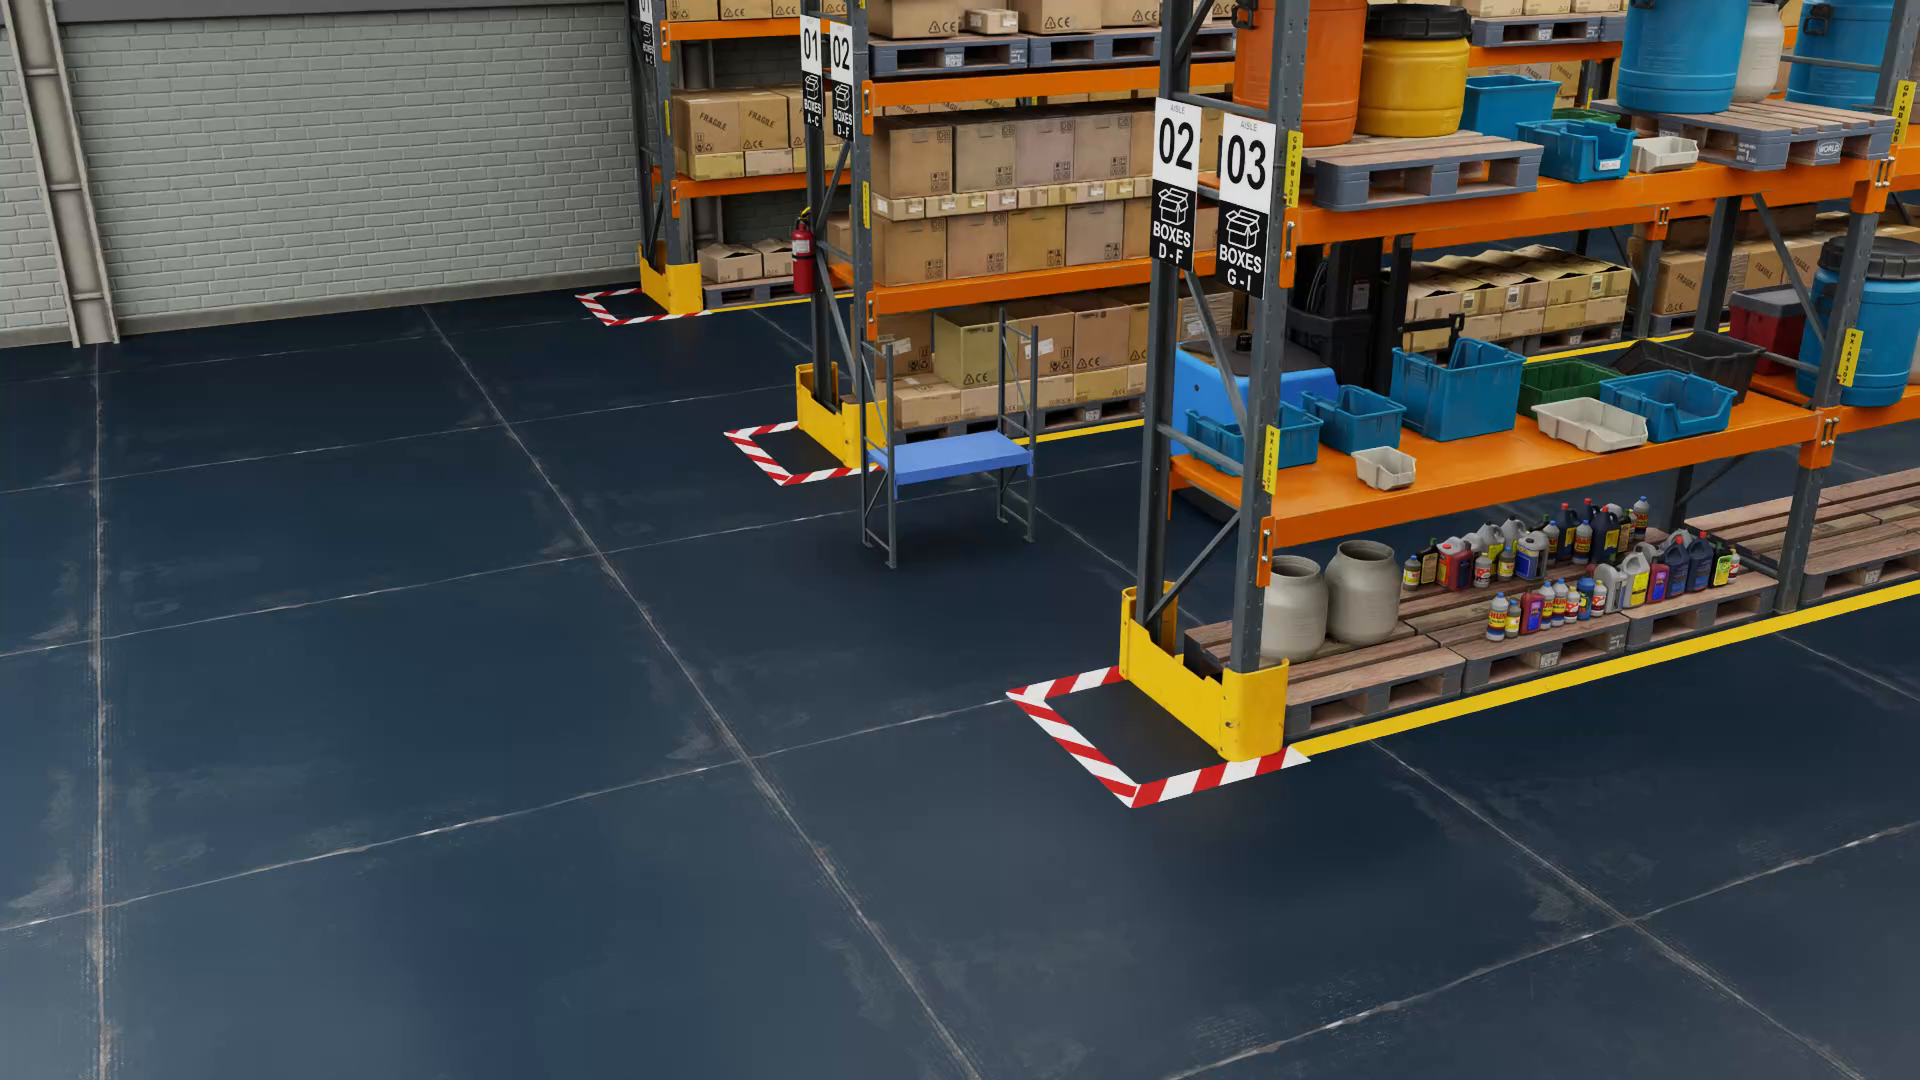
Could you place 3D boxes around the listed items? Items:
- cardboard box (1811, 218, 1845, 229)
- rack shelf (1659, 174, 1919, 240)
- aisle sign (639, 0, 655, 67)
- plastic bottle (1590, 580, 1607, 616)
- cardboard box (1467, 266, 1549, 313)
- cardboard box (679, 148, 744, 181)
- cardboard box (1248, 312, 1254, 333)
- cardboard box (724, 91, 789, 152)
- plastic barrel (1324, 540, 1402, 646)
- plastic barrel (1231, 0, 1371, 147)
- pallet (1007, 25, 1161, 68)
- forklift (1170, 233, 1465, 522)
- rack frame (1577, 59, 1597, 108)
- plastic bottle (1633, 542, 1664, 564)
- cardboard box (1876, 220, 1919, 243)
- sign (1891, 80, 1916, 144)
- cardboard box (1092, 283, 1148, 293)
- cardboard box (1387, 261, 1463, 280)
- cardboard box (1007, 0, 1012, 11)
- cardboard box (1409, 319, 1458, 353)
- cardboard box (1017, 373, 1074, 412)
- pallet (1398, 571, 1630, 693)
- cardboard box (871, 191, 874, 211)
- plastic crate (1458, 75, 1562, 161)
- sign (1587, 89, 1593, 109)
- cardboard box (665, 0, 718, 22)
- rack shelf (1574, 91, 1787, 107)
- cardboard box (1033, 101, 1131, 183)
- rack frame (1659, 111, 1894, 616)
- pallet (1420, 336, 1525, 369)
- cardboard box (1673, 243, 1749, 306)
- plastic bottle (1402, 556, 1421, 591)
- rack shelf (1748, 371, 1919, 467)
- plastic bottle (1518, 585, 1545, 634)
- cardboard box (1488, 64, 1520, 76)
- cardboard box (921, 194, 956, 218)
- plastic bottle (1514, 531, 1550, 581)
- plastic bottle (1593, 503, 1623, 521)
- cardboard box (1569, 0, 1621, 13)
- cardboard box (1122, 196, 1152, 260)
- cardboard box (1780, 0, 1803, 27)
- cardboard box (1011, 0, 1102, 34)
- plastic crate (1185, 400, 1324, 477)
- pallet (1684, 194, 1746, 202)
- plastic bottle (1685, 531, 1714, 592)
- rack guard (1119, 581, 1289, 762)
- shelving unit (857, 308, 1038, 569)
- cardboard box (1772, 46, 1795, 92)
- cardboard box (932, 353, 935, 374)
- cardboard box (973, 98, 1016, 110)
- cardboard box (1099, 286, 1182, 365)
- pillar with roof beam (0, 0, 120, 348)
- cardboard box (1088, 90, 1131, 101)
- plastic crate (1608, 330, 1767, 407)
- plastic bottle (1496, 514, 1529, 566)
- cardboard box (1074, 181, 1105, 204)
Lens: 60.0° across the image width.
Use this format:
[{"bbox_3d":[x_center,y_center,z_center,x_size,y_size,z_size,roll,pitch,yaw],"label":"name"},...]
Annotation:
[{"bbox_3d":[8.890,-3.100,17.510,0.500,0.500,0.500,-10,25,-23],"label":"cardboard box"},{"bbox_3d":[8.105,-3.476,16.666,4.000,0.370,1.077,-10,25,-24],"label":"rack shelf"},{"bbox_3d":[-2.992,-4.942,15.868,0.004,0.787,0.394,-10,25,-24],"label":"aisle sign"},{"bbox_3d":[3.682,0.330,9.613,0.097,0.201,0.097,0,22,0],"label":"plastic bottle"},{"bbox_3d":[5.017,-2.316,15.237,0.500,0.311,0.500,-11,25,-24],"label":"cardboard box"},{"bbox_3d":[-2.479,-3.768,16.600,0.500,0.250,0.500,-11,25,-25],"label":"cardboard box"},{"bbox_3d":[2.947,-1.905,14.977,0.500,0.250,0.500,-11,25,-24],"label":"cardboard box"},{"bbox_3d":[-2.047,-4.197,16.656,0.500,0.500,0.500,-10,25,-23],"label":"cardboard box"},{"bbox_3d":[2.251,0.295,9.319,0.421,0.512,0.421,0,22,0],"label":"plastic barrel"},{"bbox_3d":[1.623,-2.345,7.960,0.708,0.830,0.600,-10,25,-24],"label":"plastic barrel"},{"bbox_3d":[0.844,-3.807,12.719,1.213,0.211,1.003,-10,25,-24],"label":"pallet"},{"bbox_3d":[2.999,-1.798,11.761,3.031,2.935,1.130,-9,24,-20],"label":"forklift"},{"bbox_3d":[7.756,-5.847,21.453,0.127,3.000,1.000,-10,25,-24],"label":"rack frame"},{"bbox_3d":[4.129,0.141,9.974,0.135,0.276,0.152,-10,25,-24],"label":"plastic bottle"},{"bbox_3d":[9.587,-3.008,17.287,0.500,0.500,0.500,-11,25,-24],"label":"cardboard box"},{"bbox_3d":[5.073,-2.304,8.961,0.005,0.325,0.100,-10,25,-24],"label":"sign"},{"bbox_3d":[1.245,-1.948,14.100,0.500,0.500,0.500,-10,25,-24],"label":"cardboard box"},{"bbox_3d":[4.311,-2.414,15.473,0.500,0.311,0.500,-11,25,-24],"label":"cardboard box"},{"bbox_3d":[0.519,-4.127,12.761,0.500,0.311,0.500,-7,24,-17],"label":"cardboard box"},{"bbox_3d":[4.097,-1.889,14.939,0.500,0.250,0.500,-11,25,-25],"label":"cardboard box"},{"bbox_3d":[0.574,-1.252,13.400,0.500,0.250,0.500,-10,25,-24],"label":"cardboard box"},{"bbox_3d":[3.120,0.484,9.805,1.213,0.211,1.003,-10,25,-24],"label":"pallet"},{"bbox_3d":[-0.643,-2.625,12.690,0.250,0.149,0.380,-11,25,-25],"label":"cardboard box"},{"bbox_3d":[2.827,-2.241,8.840,0.575,0.384,0.392,-10,25,-24],"label":"plastic crate"},{"bbox_3d":[6.059,-4.160,15.969,0.005,0.325,0.100,-10,25,-24],"label":"sign"},{"bbox_3d":[-2.647,-5.267,15.973,0.500,0.500,0.500,-10,24,-22],"label":"cardboard box"},{"bbox_3d":[9.558,-5.846,22.392,4.000,0.370,1.077,-10,25,-24],"label":"rack shelf"},{"bbox_3d":[0.945,-3.133,13.070,0.500,0.500,0.700,-10,25,-24],"label":"cardboard box"},{"bbox_3d":[4.844,-1.105,9.999,0.127,3.000,1.000,-10,25,-24],"label":"rack frame"},{"bbox_3d":[4.447,-1.864,15.478,1.213,0.211,1.003,-10,25,-24],"label":"pallet"},{"bbox_3d":[7.307,-2.591,16.280,0.500,0.500,0.500,-11,25,-26],"label":"cardboard box"},{"bbox_3d":[2.705,0.192,9.948,0.097,0.201,0.097,0,22,0],"label":"plastic bottle"},{"bbox_3d":[6.646,-1.105,10.938,4.000,0.370,1.077,-10,25,-24],"label":"rack shelf"},{"bbox_3d":[3.221,0.385,9.374,0.133,0.283,0.061,-10,25,-23],"label":"plastic bottle"},{"bbox_3d":[6.537,-5.708,20.571,0.500,0.500,0.500,-10,25,-24],"label":"cardboard box"},{"bbox_3d":[-0.221,-2.531,12.464,0.250,0.149,0.380,-11,25,-25],"label":"cardboard box"},{"bbox_3d":[3.471,0.089,10.098,0.135,0.276,0.152,-10,25,-24],"label":"plastic bottle"},{"bbox_3d":[4.087,-0.085,10.520,0.135,0.276,0.152,-9,24,-22],"label":"plastic bottle"},{"bbox_3d":[5.454,-4.799,14.648,0.500,0.250,0.500,-10,24,-22],"label":"cardboard box"},{"bbox_3d":[1.376,-2.612,13.507,0.500,0.500,0.700,-10,25,-23],"label":"cardboard box"},{"bbox_3d":[7.610,-5.164,15.750,0.500,0.500,0.910,-10,25,-24],"label":"cardboard box"},{"bbox_3d":[0.710,-4.022,12.259,0.500,0.500,0.500,-10,25,-24],"label":"cardboard box"},{"bbox_3d":[1.561,-0.559,8.874,0.616,0.251,0.499,-10,25,-24],"label":"plastic crate"},{"bbox_3d":[6.884,-3.525,16.094,1.003,0.211,1.213,-10,25,-24],"label":"pallet"},{"bbox_3d":[4.389,0.121,9.923,0.185,0.351,0.144,-11,25,-25],"label":"plastic bottle"},{"bbox_3d":[1.288,0.684,8.943,0.348,0.500,1.175,-10,25,-24],"label":"rack guard"},{"bbox_3d":[-0.077,-0.679,10.929,1.048,1.500,0.538,-10,25,-24],"label":"shelving unit"},{"bbox_3d":[10.905,-6.561,22.785,0.700,0.700,0.980,-9,24,-21],"label":"cardboard box"},{"bbox_3d":[-0.105,-1.351,13.638,0.500,0.250,0.500,-10,25,-24],"label":"cardboard box"},{"bbox_3d":[0.255,-4.621,17.681,0.500,0.500,0.500,-10,25,-24],"label":"cardboard box"},{"bbox_3d":[1.472,-1.768,13.664,0.500,0.500,0.500,-10,25,-24],"label":"cardboard box"},{"bbox_3d":[-6.341,-4.563,10.509,0.400,9.000,9.100,-10,25,-24],"label":"pillar with roof beam"},{"bbox_3d":[1.527,-4.932,18.537,0.500,0.500,0.700,-8,24,-18],"label":"cardboard box"},{"bbox_3d":[4.317,-1.034,9.907,0.504,0.338,0.767,-10,25,-24],"label":"plastic crate"},{"bbox_3d":[3.384,0.008,10.197,0.185,0.351,0.144,-11,25,-24],"label":"plastic bottle"},{"bbox_3d":[0.927,-2.741,12.971,0.250,0.149,0.380,-10,25,-23],"label":"cardboard box"}]
